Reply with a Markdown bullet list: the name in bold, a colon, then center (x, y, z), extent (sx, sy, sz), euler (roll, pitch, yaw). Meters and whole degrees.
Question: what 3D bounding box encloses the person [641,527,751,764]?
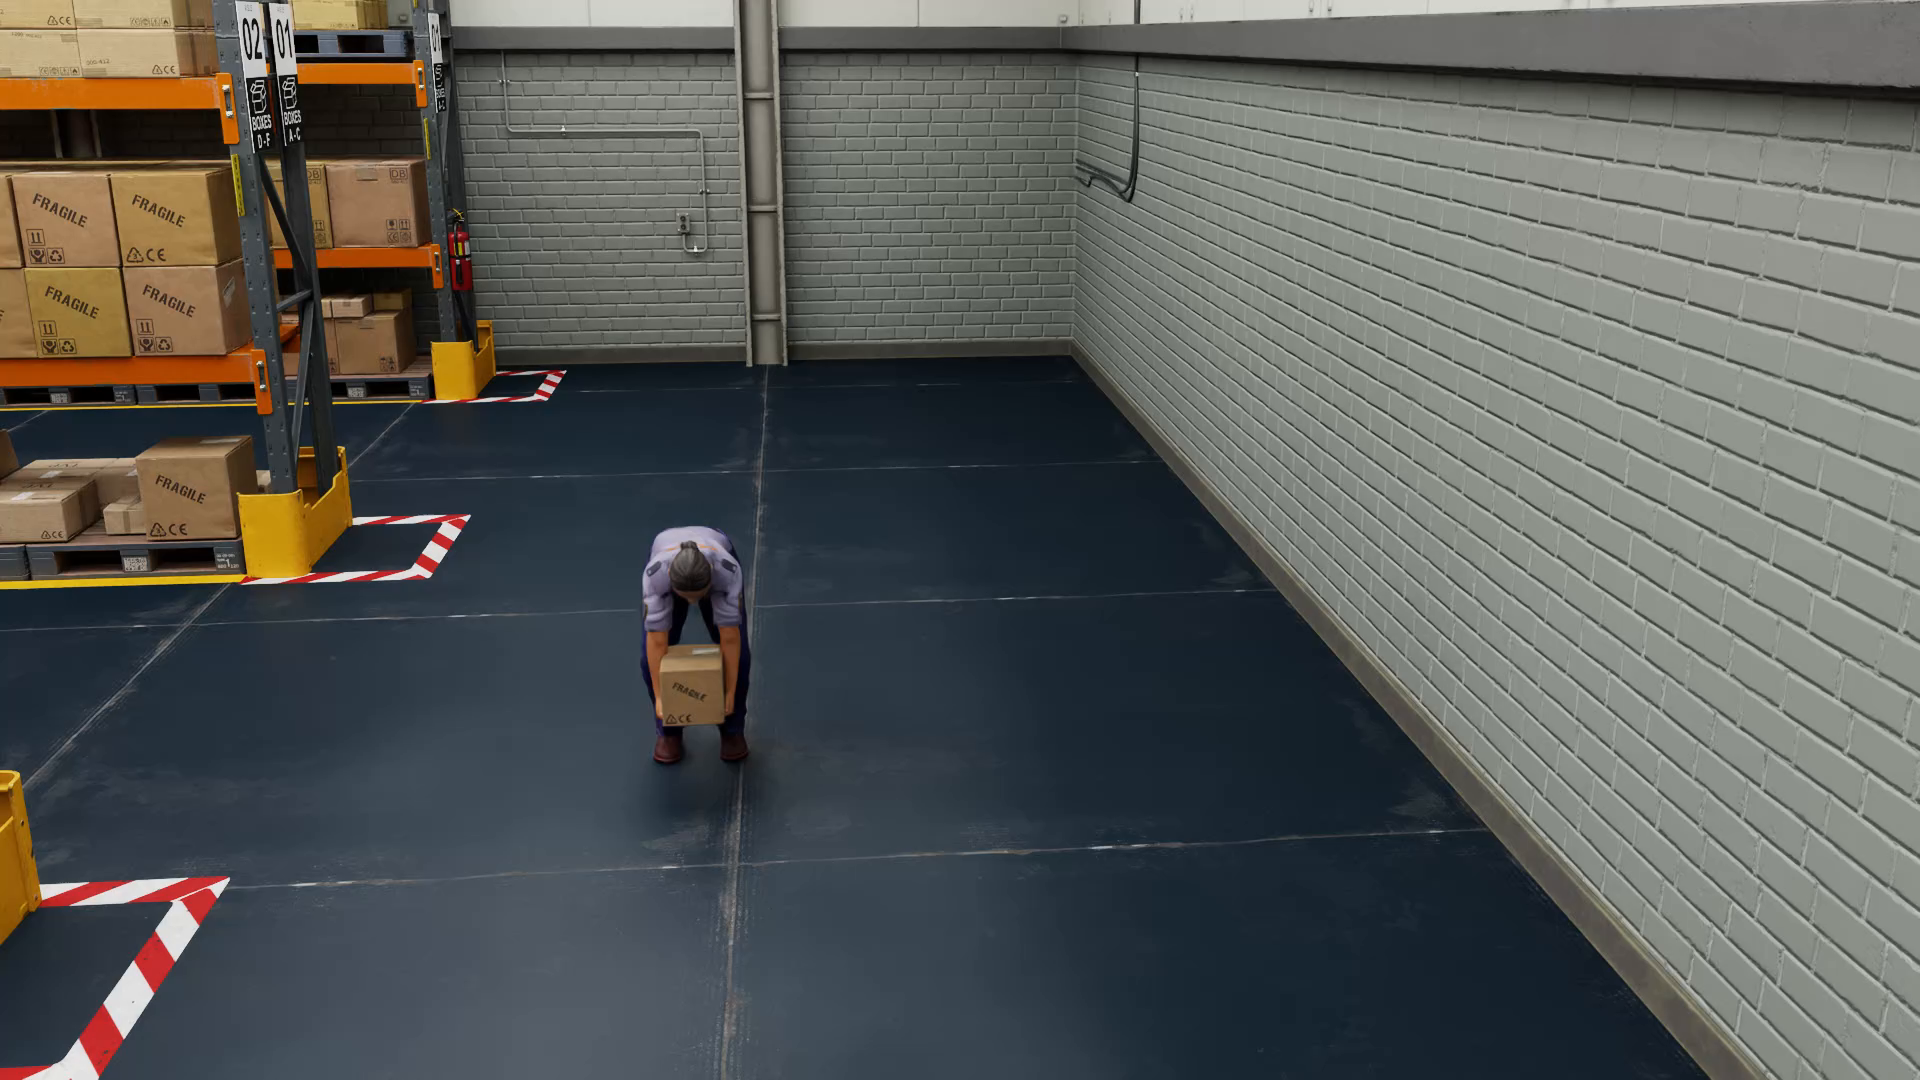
- **person**: center (-1.118, 0.465, 6.968), extent (0.460, 1.111, 0.853), euler (-2, 17, -7)
